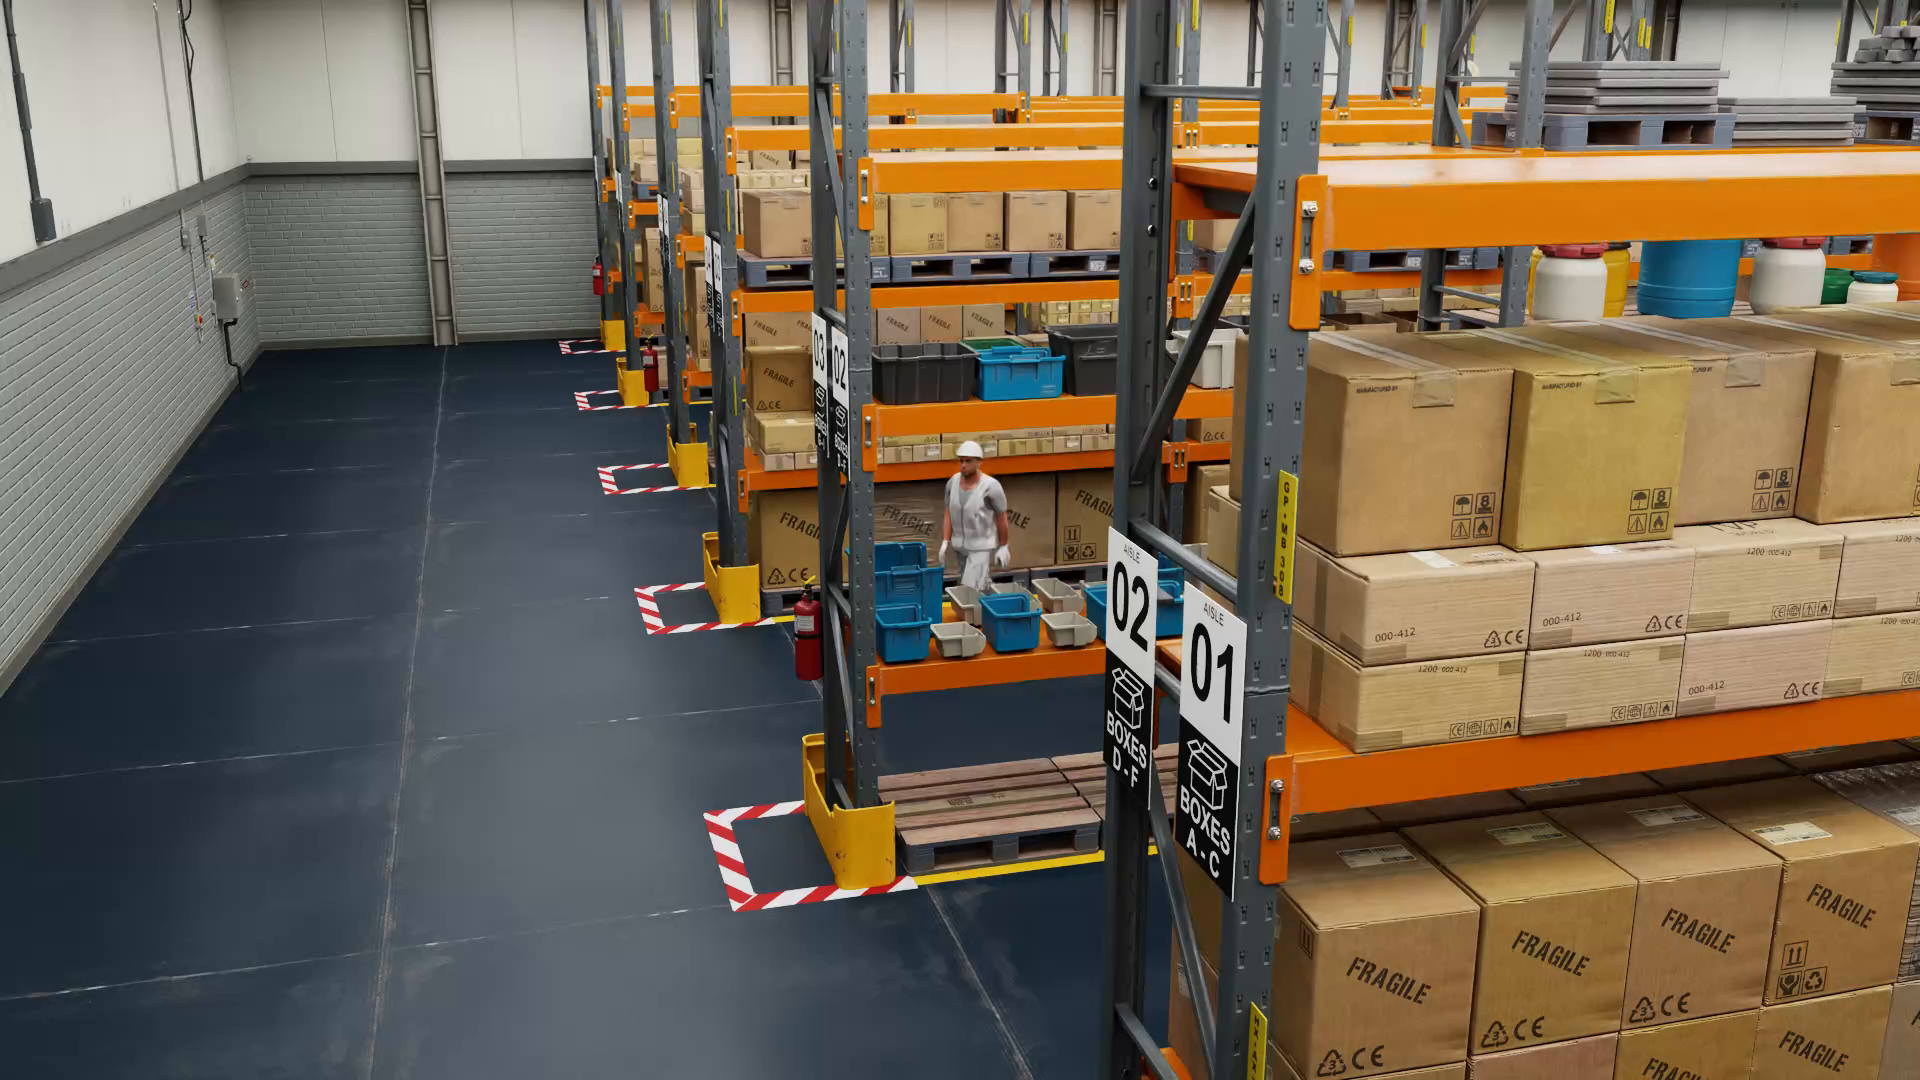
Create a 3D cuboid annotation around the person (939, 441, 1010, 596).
[{"bbox_3d":[0.091,0.055,13.325,0.521,1.739,1.087,13,20,38],"label":"person"}]
